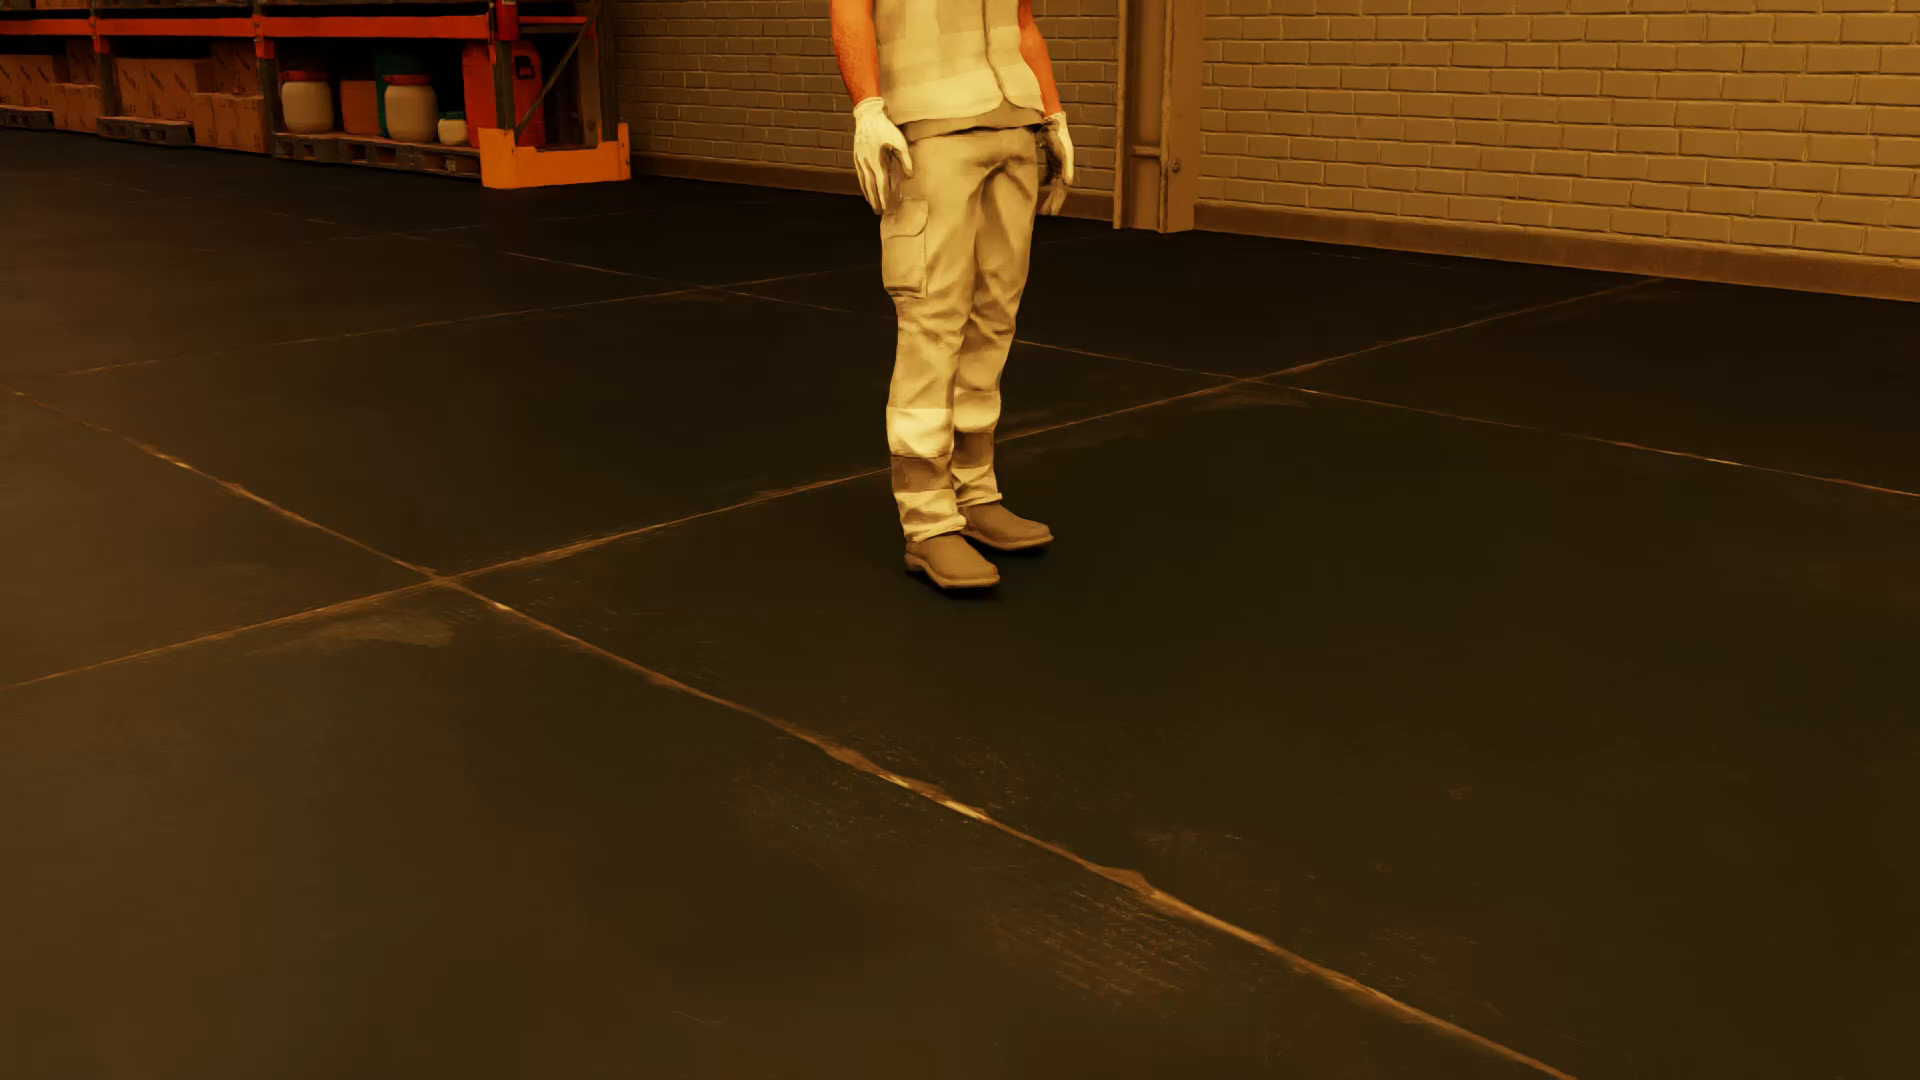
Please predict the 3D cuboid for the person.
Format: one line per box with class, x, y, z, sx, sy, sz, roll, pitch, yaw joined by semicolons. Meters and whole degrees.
person;0.049;-0.843;3.566;0.562;1.790;0.637;16;23;42
